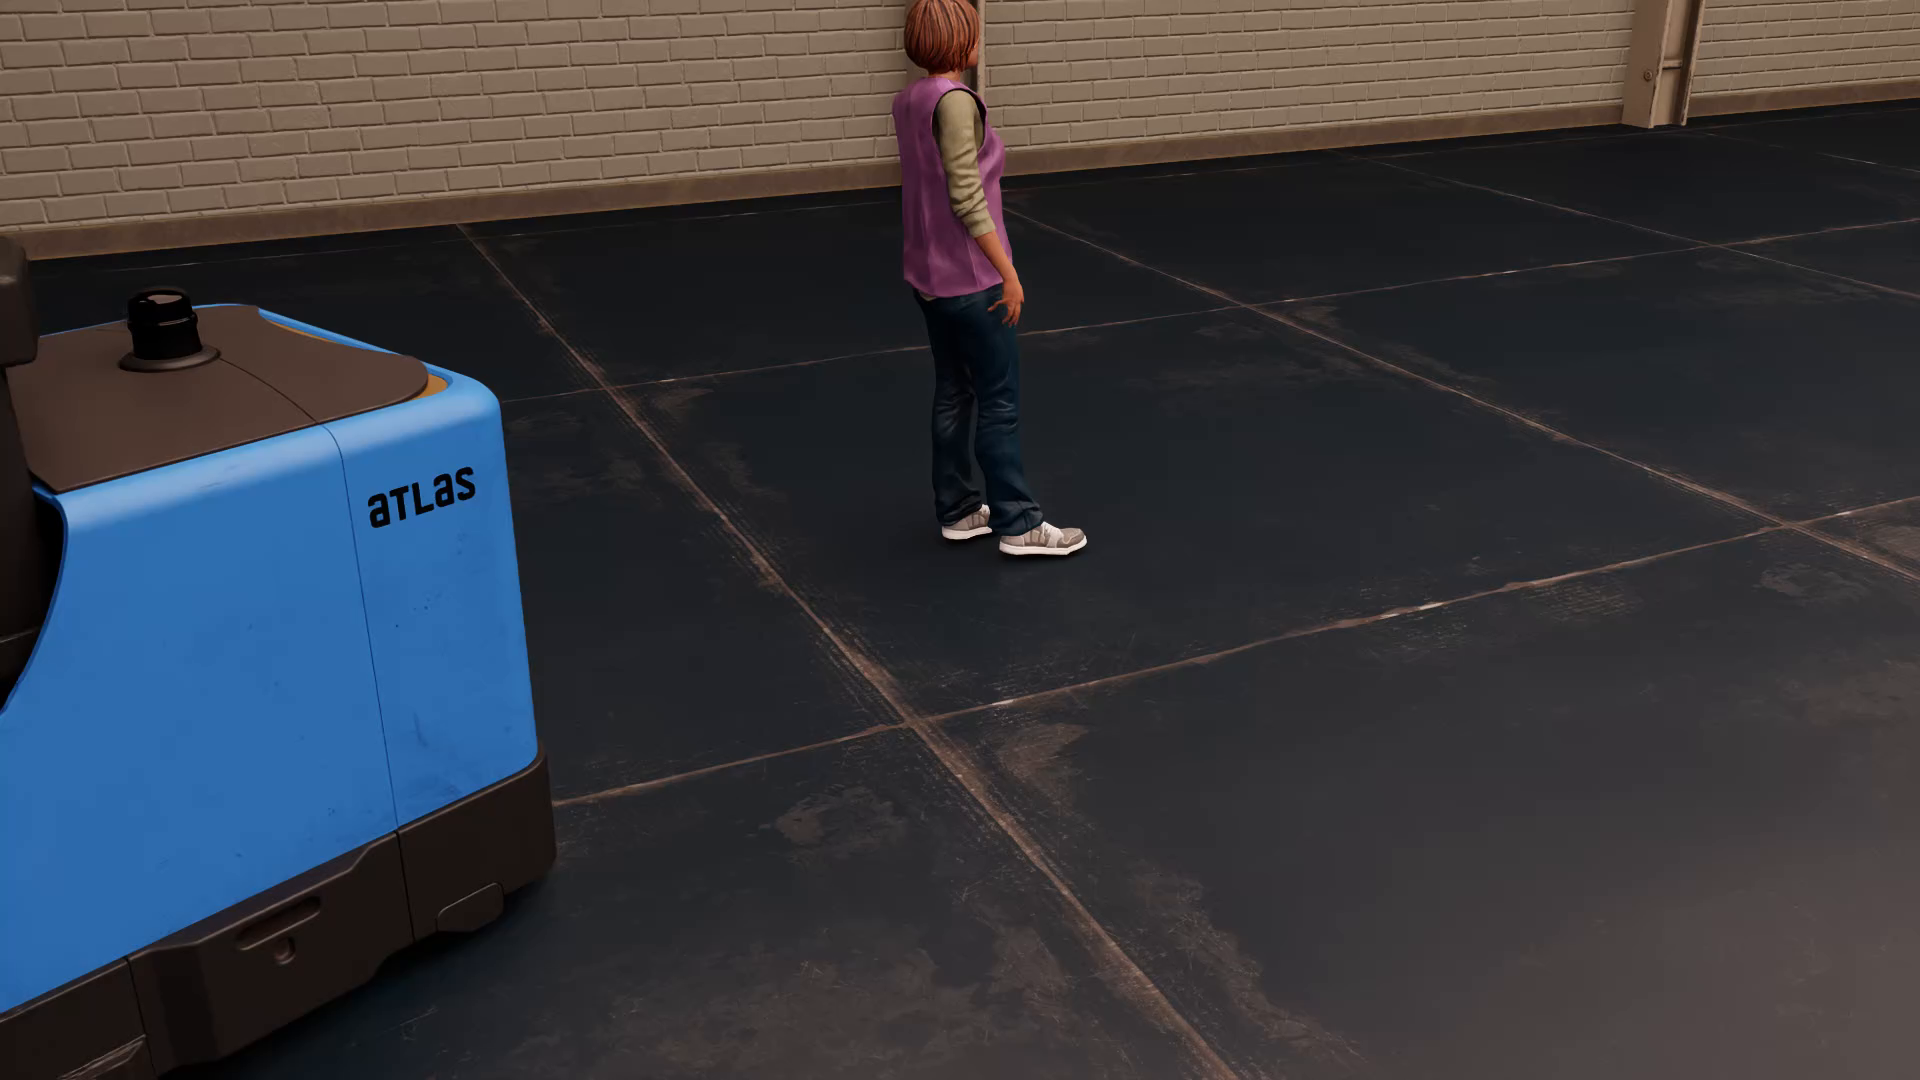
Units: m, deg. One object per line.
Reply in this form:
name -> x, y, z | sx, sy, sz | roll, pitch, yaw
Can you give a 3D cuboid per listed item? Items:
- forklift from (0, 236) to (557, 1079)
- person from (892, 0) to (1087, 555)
forklift -> -2.156, -0.333, 2.089 | 1.130, 2.935, 3.031 | 18, 29, 37
person -> 0.074, -0.745, 4.817 | 0.473, 1.585, 0.520 | -10, 25, -23
